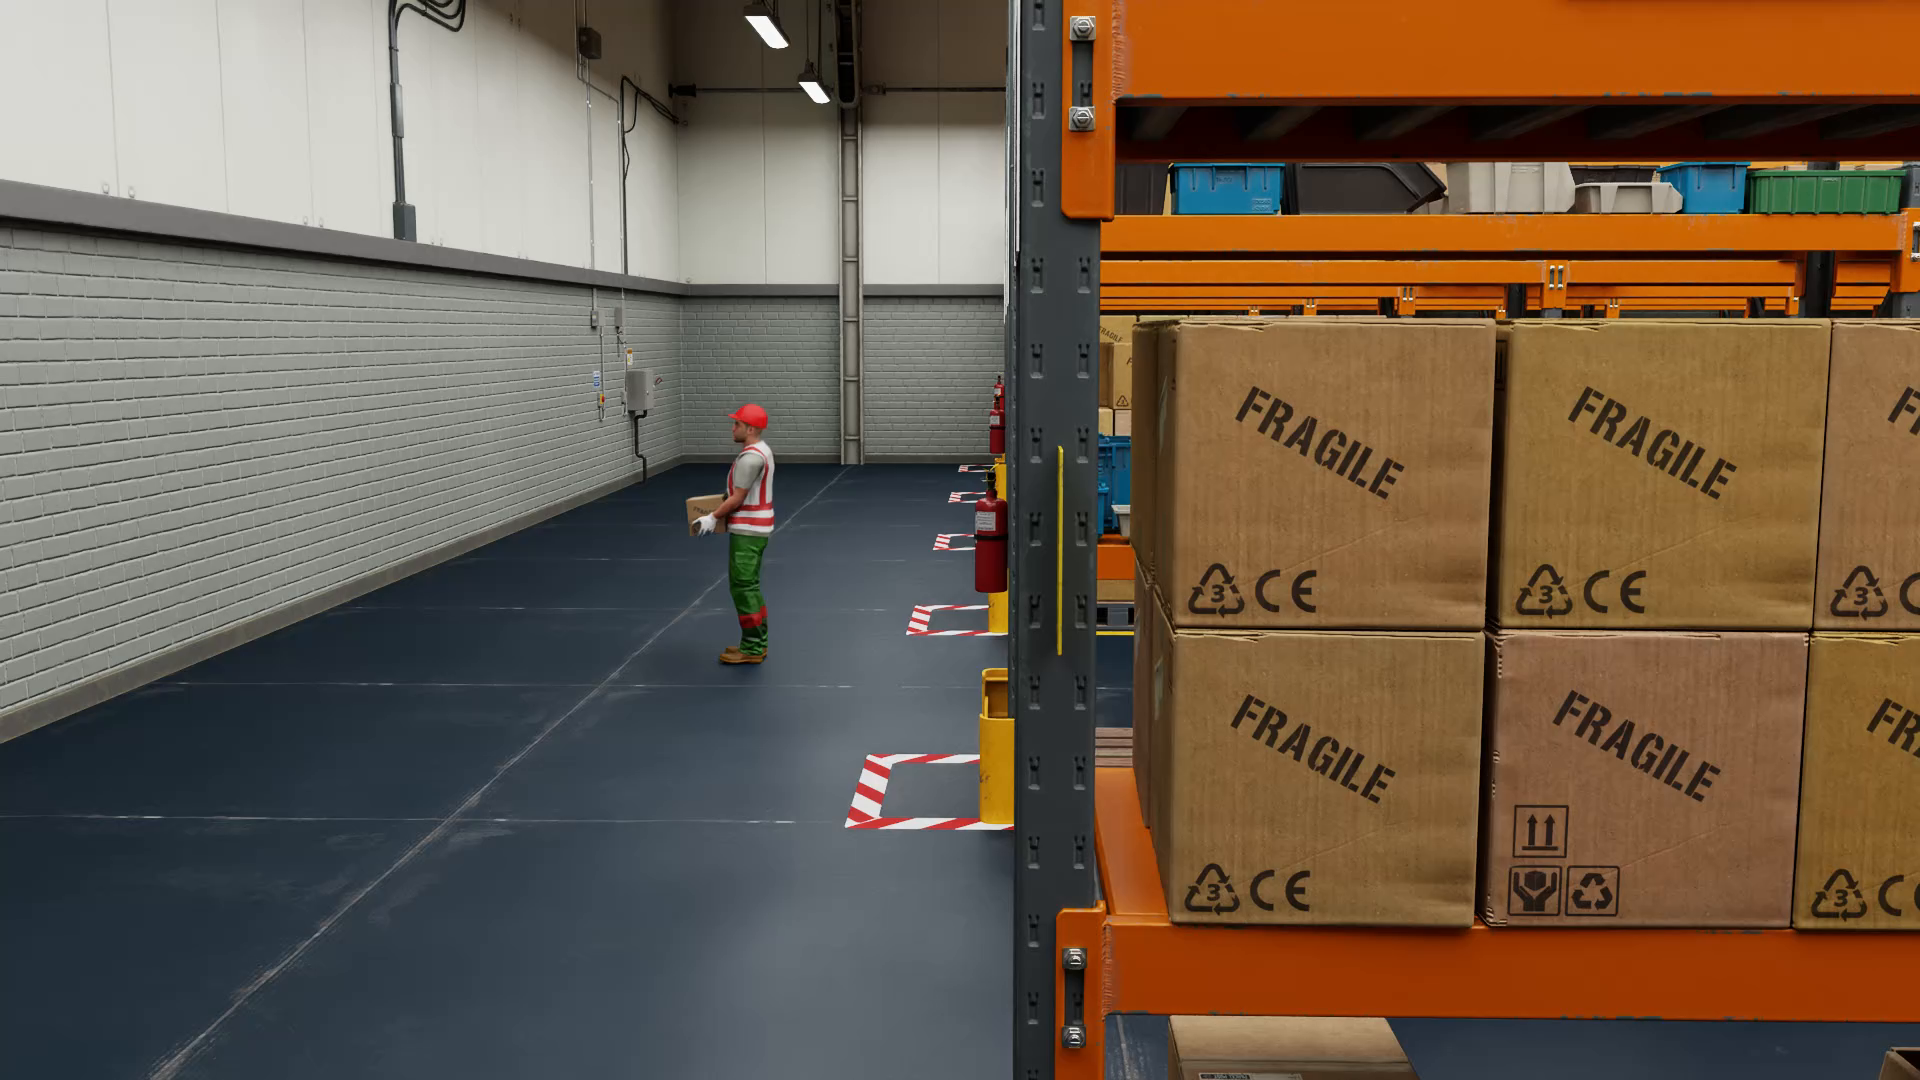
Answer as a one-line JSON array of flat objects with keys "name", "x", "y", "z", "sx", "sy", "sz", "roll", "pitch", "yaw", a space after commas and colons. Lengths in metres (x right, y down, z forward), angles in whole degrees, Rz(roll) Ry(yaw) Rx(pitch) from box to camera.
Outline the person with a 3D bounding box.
[{"name": "person", "x": -1.563, "y": -0.047, "z": 11.533, "sx": 0.547, "sy": 1.793, "sz": 0.519, "roll": 0, "pitch": 7, "yaw": 1}]
